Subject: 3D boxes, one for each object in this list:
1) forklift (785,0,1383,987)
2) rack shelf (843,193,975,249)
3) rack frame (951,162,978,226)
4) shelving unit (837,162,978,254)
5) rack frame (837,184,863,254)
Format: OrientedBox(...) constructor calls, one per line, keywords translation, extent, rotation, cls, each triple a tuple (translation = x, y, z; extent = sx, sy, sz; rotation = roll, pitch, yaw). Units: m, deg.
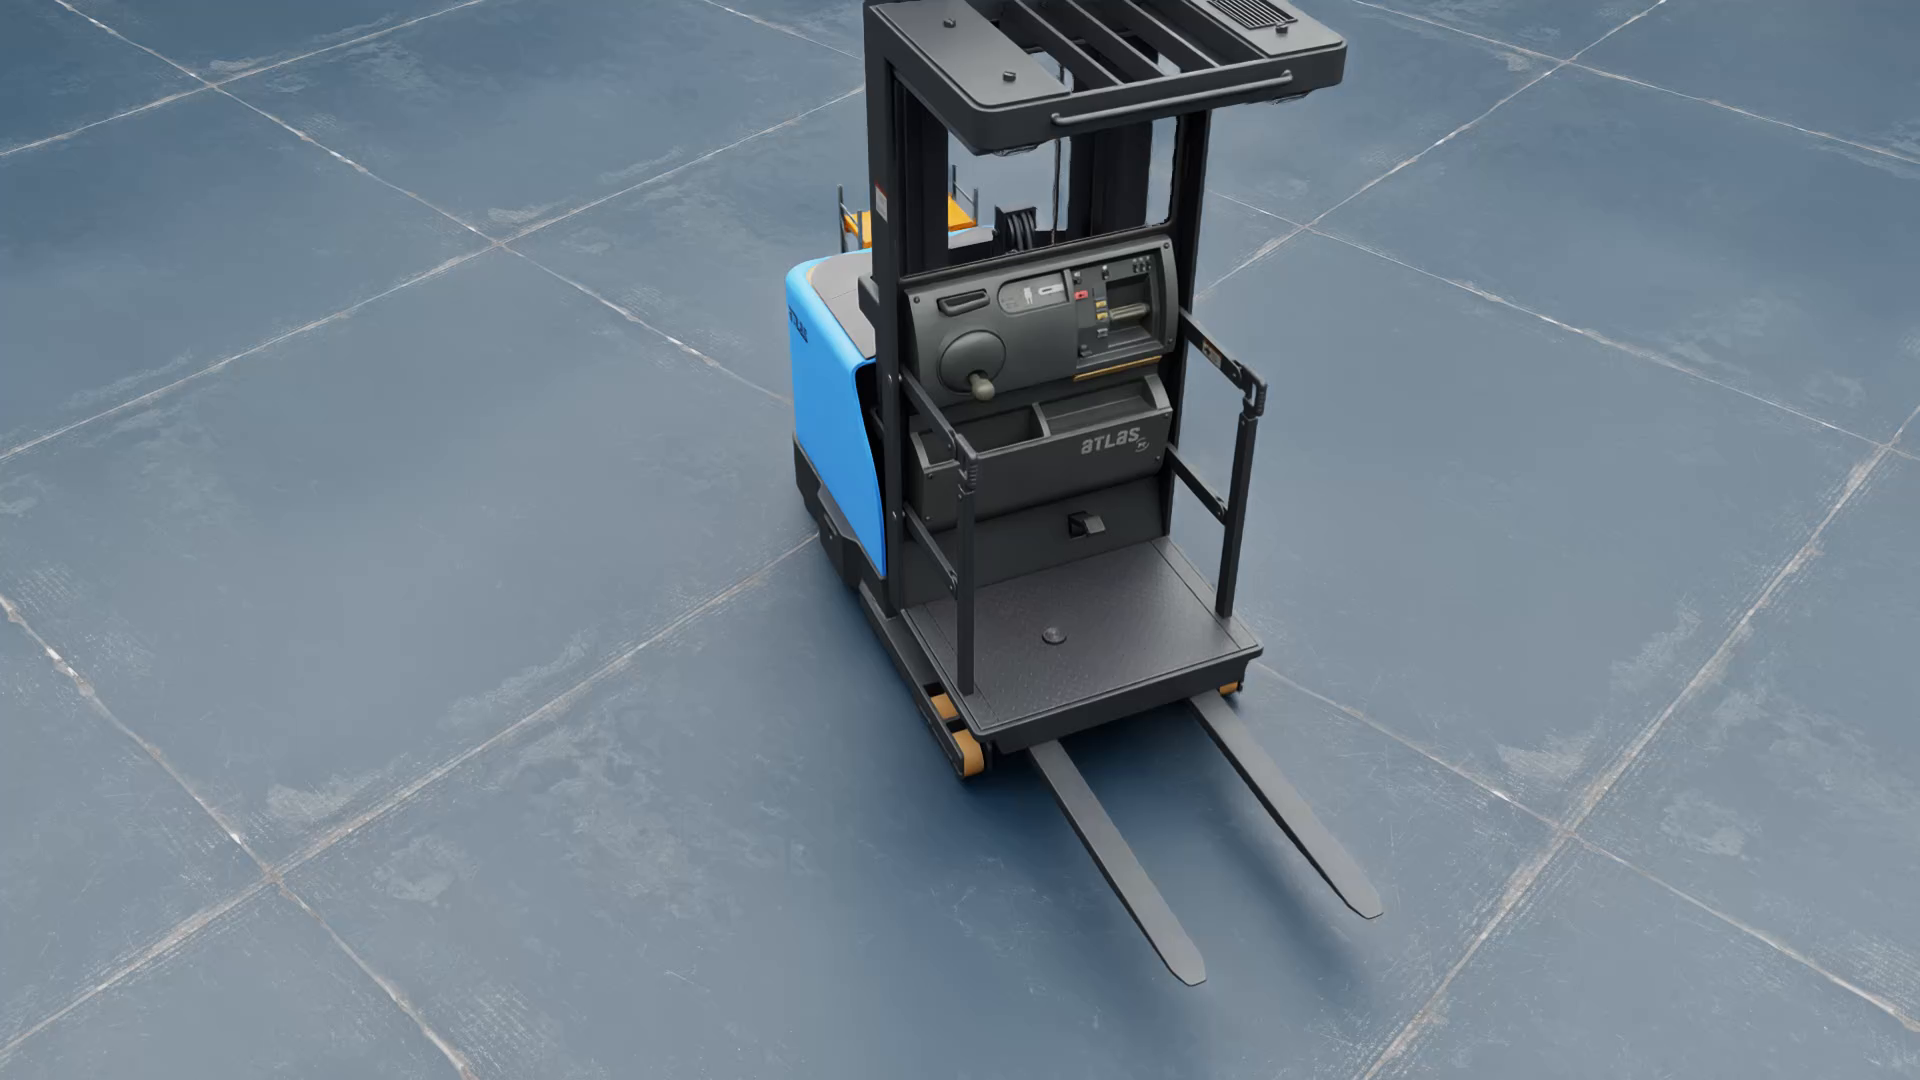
OrientedBox(translation=(0.365, -0.637, 5.196), extent=(1.130, 2.935, 3.031), rotation=(-15, 41, -18), cls="forklift")
OrientedBox(translation=(-0.208, -1.241, 6.715), extent=(0.480, 0.148, 0.258), rotation=(-15, 41, -18), cls="rack shelf")
OrientedBox(translation=(0.016, -0.993, 7.035), extent=(0.015, 1.200, 0.240), rotation=(-15, 41, -18), cls="rack frame")
OrientedBox(translation=(-0.208, -0.933, 6.959), extent=(0.503, 1.200, 0.258), rotation=(-15, 41, -18), cls="shelving unit")
OrientedBox(translation=(-0.432, -0.873, 6.883), extent=(0.015, 1.200, 0.240), rotation=(-15, 41, -18), cls="rack frame")
